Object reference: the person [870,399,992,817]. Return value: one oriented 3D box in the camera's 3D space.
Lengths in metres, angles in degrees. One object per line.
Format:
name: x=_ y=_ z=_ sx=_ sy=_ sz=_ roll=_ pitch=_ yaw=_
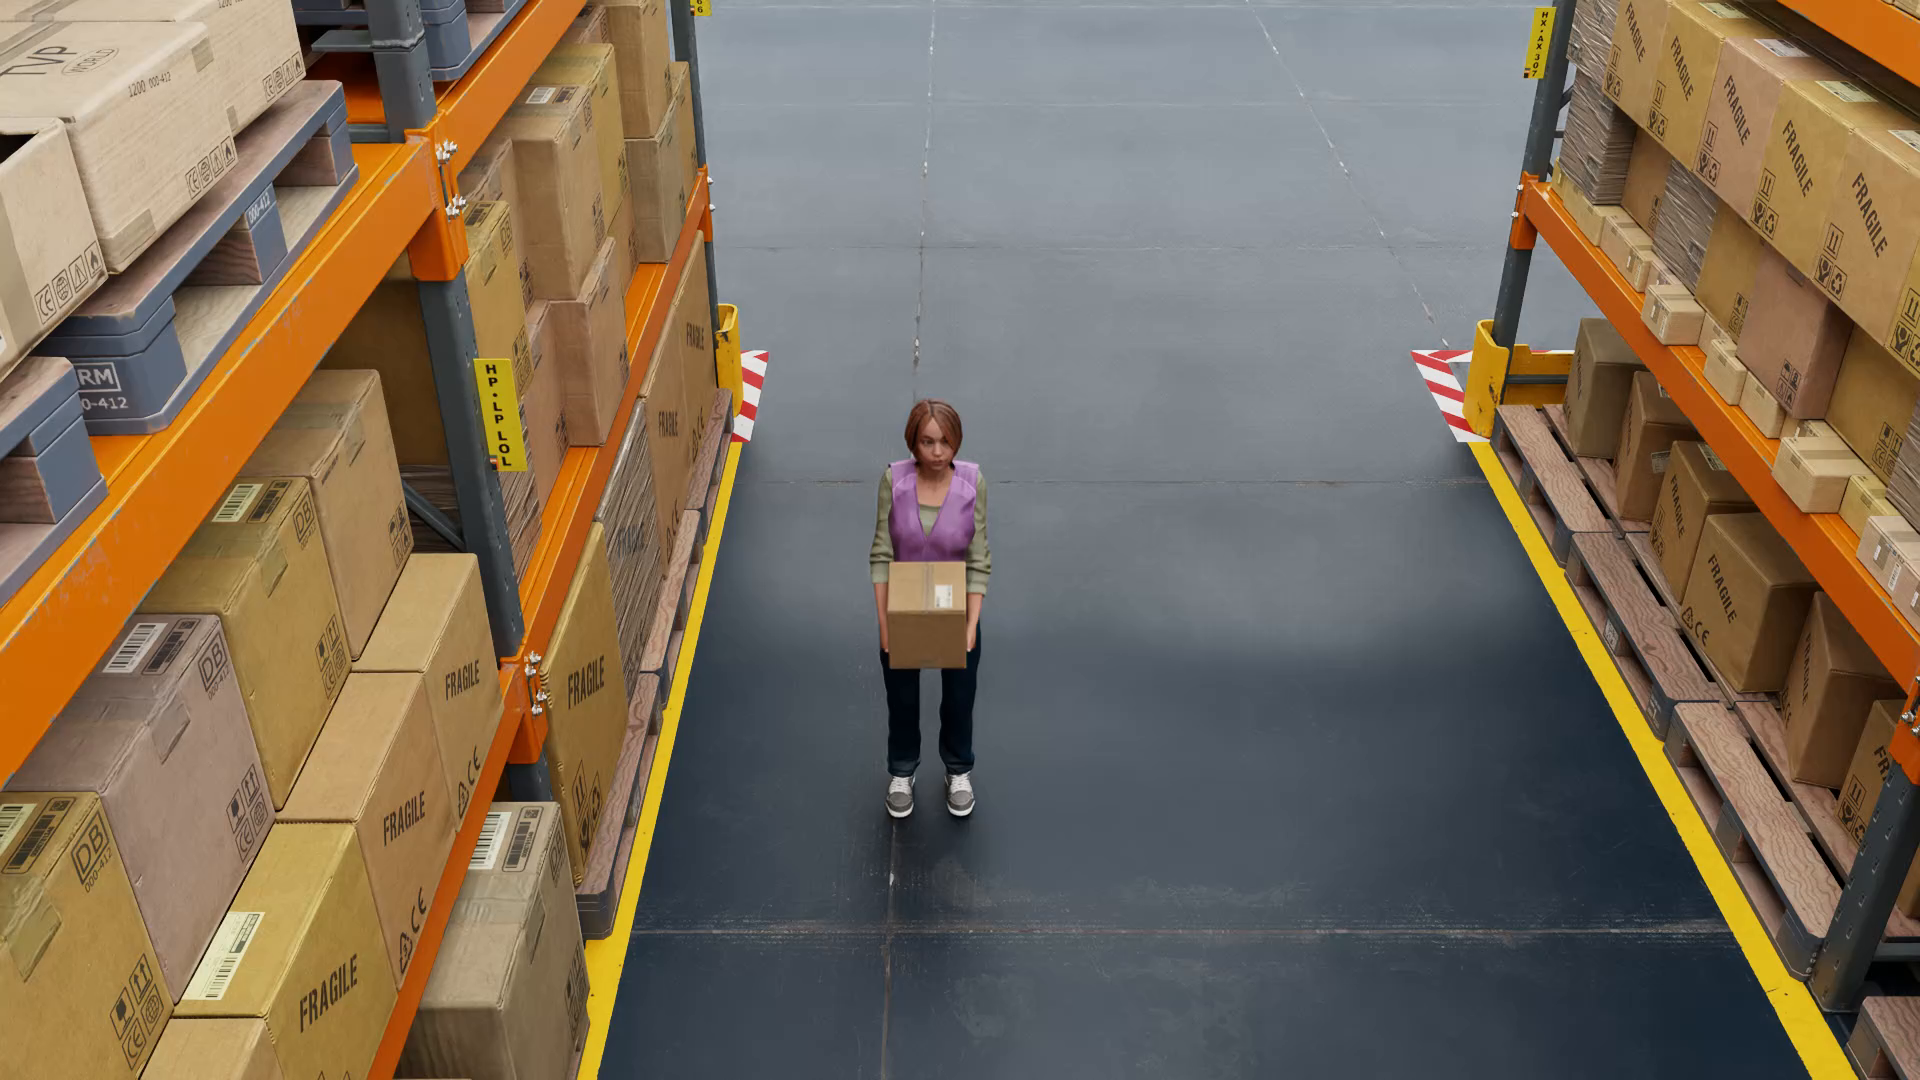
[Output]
person: x=-0.098 y=0.299 z=5.671 sx=0.407 sy=1.588 sz=0.500 roll=0 pitch=32 yaw=0
